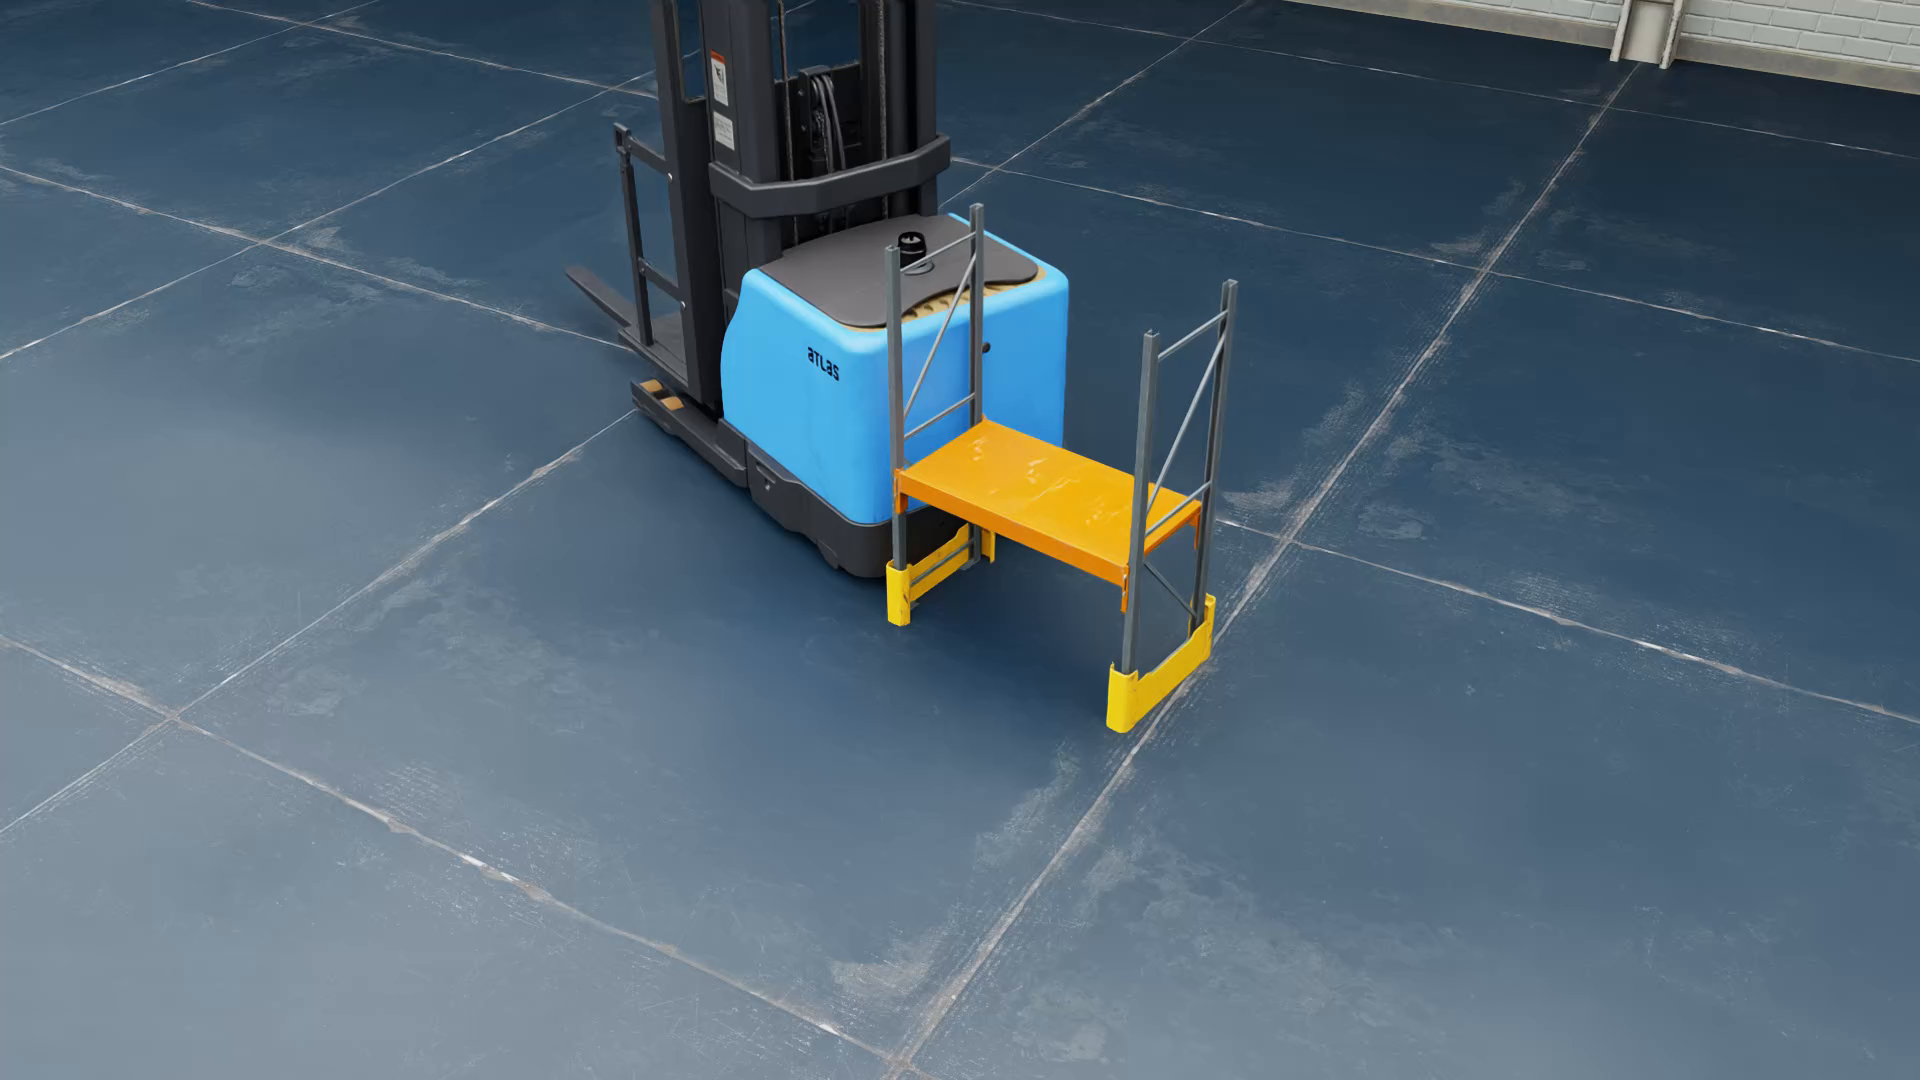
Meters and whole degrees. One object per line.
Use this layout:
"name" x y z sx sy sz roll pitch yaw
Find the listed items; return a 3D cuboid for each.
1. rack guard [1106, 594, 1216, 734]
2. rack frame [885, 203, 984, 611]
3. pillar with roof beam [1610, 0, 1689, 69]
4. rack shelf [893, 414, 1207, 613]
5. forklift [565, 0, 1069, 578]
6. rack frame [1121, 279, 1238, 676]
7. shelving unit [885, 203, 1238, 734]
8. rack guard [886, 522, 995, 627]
"rack guard" 0.714 0.428 5.882 0.087 0.250 0.587 24 40 31
"rack frame" -0.082 -0.441 6.060 0.032 1.500 0.500 24 40 31
"pillar with roof beam" 2.765 -5.130 6.335 0.400 9.000 9.100 18 37 24
"rack shelf" 0.317 -0.117 5.897 1.000 0.185 0.538 24 40 31
"forklift" -0.839 -1.839 6.867 1.130 2.935 3.031 -22 39 -29
"rack frame" 0.715 -0.092 5.535 0.032 1.500 0.500 24 40 31
"shelving unit" 0.324 -0.264 5.793 1.083 1.500 0.587 24 40 31
"rack guard" -0.067 0.085 6.396 0.087 0.250 0.587 24 40 31
